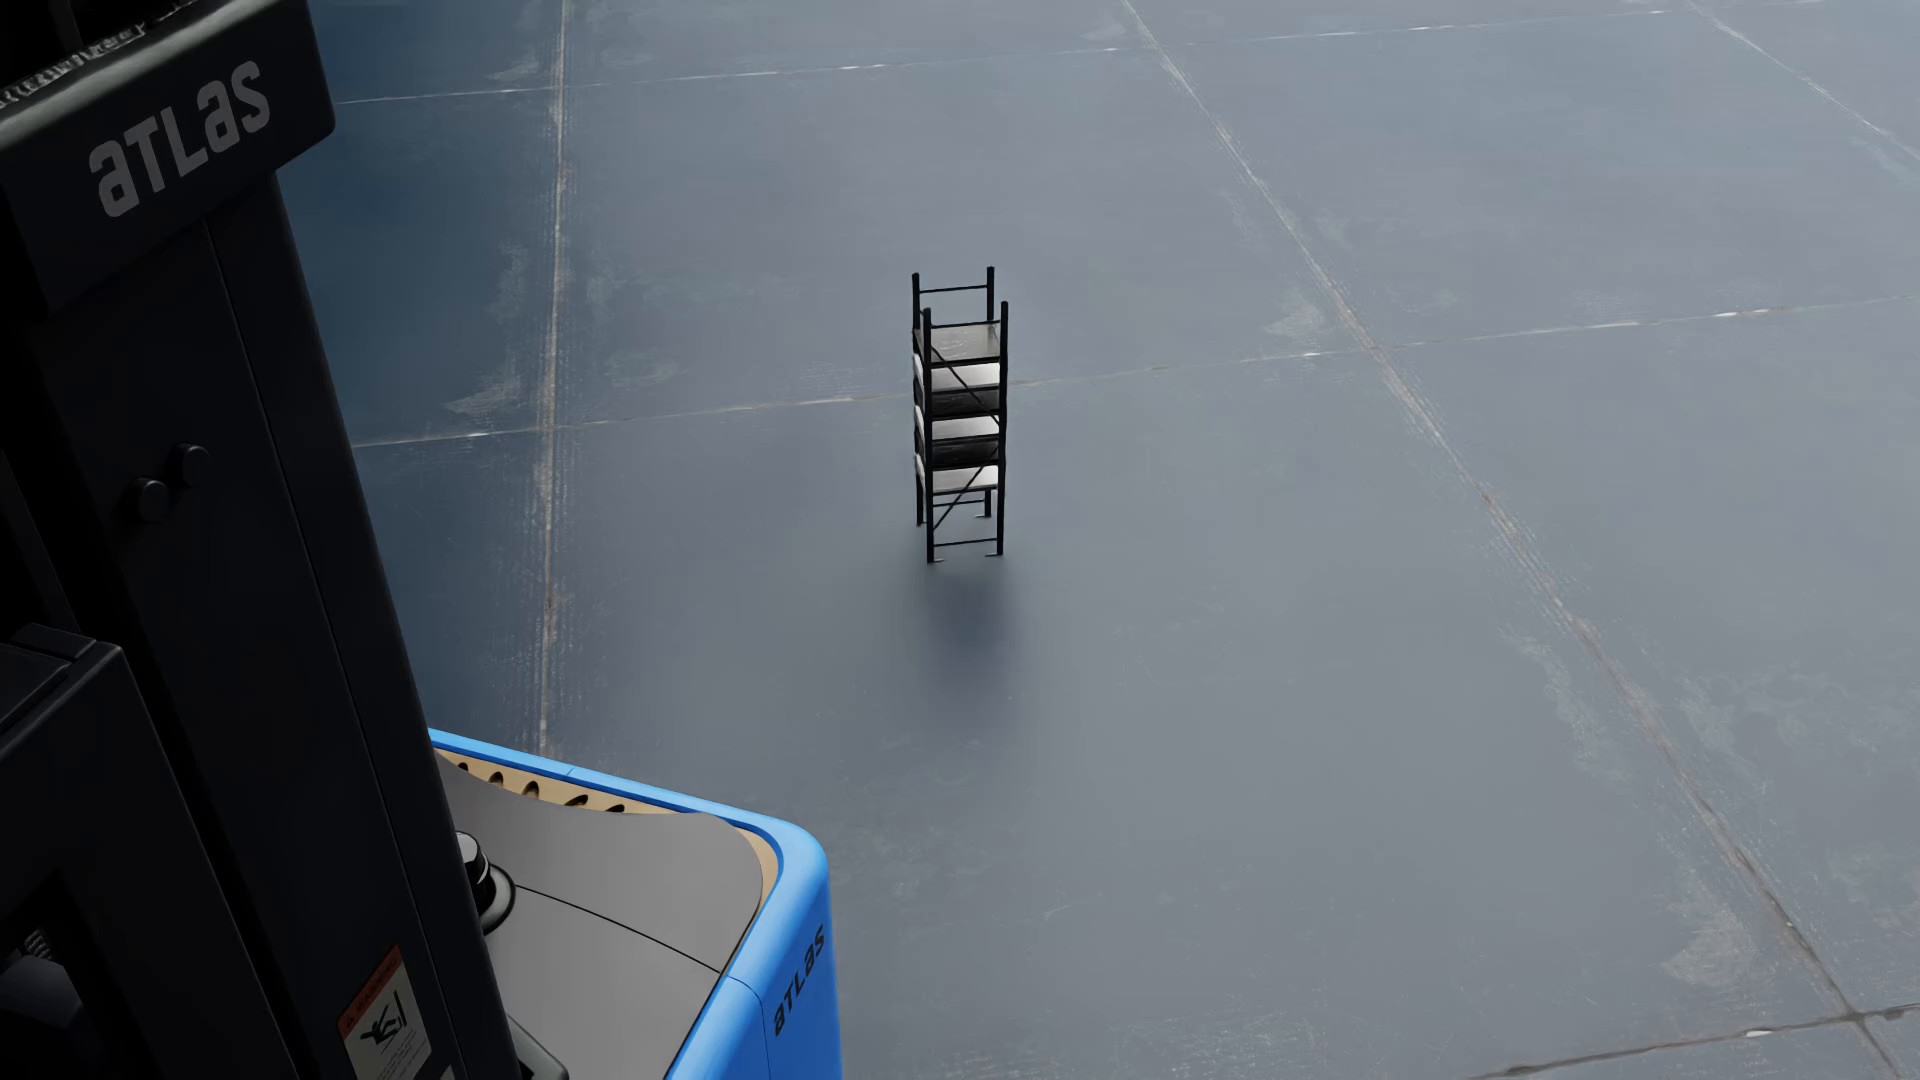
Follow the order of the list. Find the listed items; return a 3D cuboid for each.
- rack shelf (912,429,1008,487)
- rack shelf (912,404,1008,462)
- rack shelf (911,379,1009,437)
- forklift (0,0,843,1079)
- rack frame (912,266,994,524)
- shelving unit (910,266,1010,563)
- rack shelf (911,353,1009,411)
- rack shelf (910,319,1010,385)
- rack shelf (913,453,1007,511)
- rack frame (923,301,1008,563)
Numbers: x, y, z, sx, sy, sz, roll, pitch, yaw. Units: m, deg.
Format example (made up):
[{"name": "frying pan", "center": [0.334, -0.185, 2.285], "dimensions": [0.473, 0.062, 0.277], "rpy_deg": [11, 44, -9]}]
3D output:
[{"name": "rack shelf", "center": [-0.001, -0.263, 5.056], "dimensions": [0.258, 0.077, 0.200], "rpy_deg": [-6, 38, -8]}, {"name": "rack shelf", "center": [-0.001, -0.334, 5.001], "dimensions": [0.258, 0.077, 0.200], "rpy_deg": [-6, 38, -8]}, {"name": "rack shelf", "center": [-0.001, -0.405, 4.945], "dimensions": [0.258, 0.077, 0.200], "rpy_deg": [-6, 38, -8]}, {"name": "forklift", "center": [-1.167, 0.952, 1.636], "dimensions": [1.130, 2.935, 3.031], "rpy_deg": [12, 39, 15]}, {"name": "rack frame", "center": [-0.019, -0.422, 5.059], "dimensions": [0.240, 0.900, 0.006], "rpy_deg": [-6, 38, -8]}, {"name": "shelving unit", "center": [-0.001, -0.360, 4.980], "dimensions": [0.258, 0.900, 0.210], "rpy_deg": [-6, 38, -8]}, {"name": "rack shelf", "center": [-0.001, -0.476, 4.890], "dimensions": [0.258, 0.077, 0.200], "rpy_deg": [-6, 38, -8]}, {"name": "rack shelf", "center": [-0.001, -0.547, 4.835], "dimensions": [0.258, 0.077, 0.200], "rpy_deg": [-6, 38, -8]}, {"name": "rack shelf", "center": [-0.001, -0.192, 5.111], "dimensions": [0.258, 0.077, 0.200], "rpy_deg": [-6, 38, -8]}, {"name": "rack frame", "center": [0.016, -0.299, 4.901], "dimensions": [0.240, 0.900, 0.006], "rpy_deg": [-6, 38, -8]}]
